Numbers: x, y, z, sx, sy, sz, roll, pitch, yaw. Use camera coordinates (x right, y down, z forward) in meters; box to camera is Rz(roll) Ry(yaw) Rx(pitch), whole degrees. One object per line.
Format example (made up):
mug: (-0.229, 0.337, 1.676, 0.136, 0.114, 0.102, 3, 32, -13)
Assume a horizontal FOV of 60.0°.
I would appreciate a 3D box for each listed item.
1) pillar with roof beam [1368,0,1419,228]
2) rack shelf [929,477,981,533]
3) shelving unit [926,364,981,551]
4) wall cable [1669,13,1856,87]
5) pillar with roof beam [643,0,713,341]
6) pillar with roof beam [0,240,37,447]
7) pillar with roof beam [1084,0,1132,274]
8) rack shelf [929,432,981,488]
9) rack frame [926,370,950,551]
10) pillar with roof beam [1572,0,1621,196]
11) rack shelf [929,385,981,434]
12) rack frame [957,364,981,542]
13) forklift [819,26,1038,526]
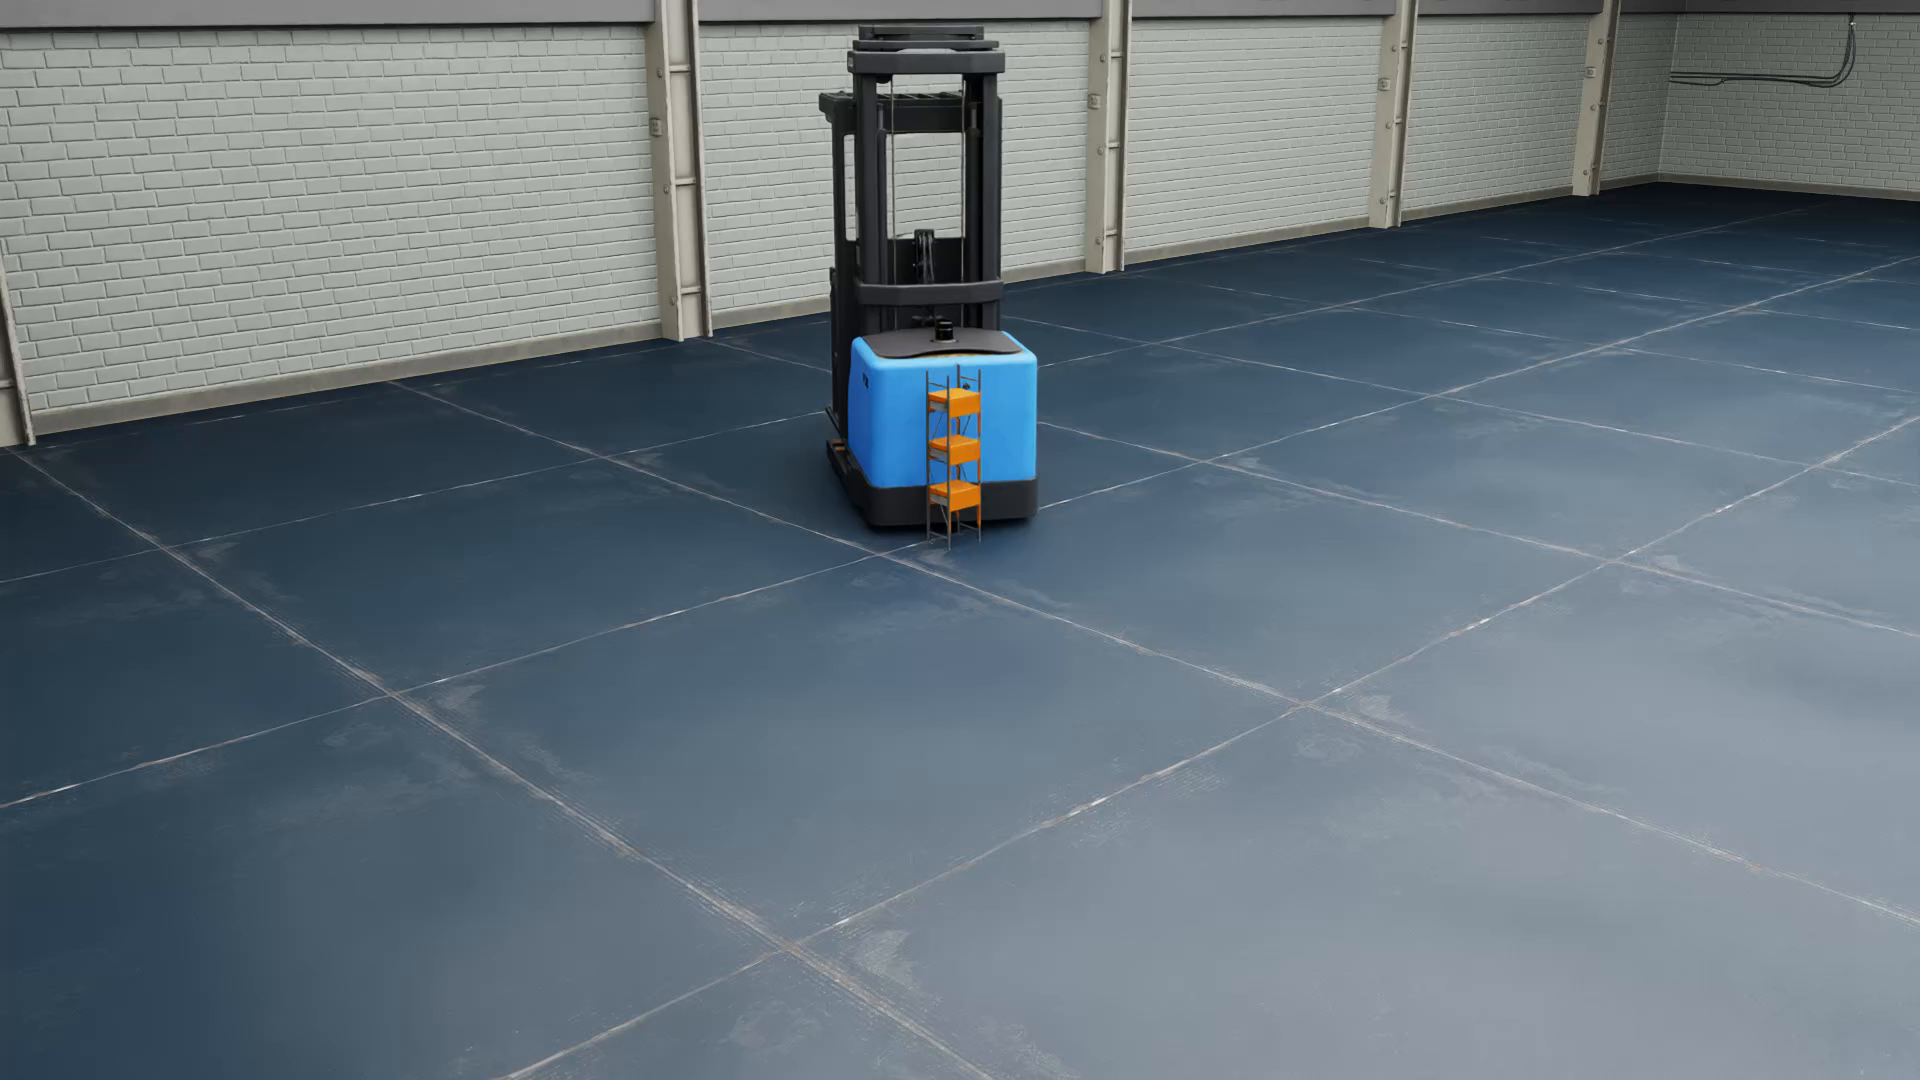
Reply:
pillar with roof beam: (9.044, -7.823, 19.522, 0.400, 9.000, 9.100, -16, 24, -41)
rack shelf: (-0.037, -0.211, 9.869, 0.240, 0.259, 0.215, -15, 24, -39)
shelving unit: (-0.037, -0.485, 9.780, 0.252, 1.050, 0.215, -15, 24, -39)
wall cable: (13.495, -8.910, 27.909, 0.112, 2.526, 3.097, -16, 24, -41)
pillar with roof beam: (0.324, -5.280, 11.679, 0.400, 9.000, 9.100, -16, 24, -41)
pillar with roof beam: (-4.035, -4.009, 7.758, 0.400, 9.000, 9.100, -16, 24, -41)
pillar with roof beam: (4.684, -6.551, 15.600, 0.400, 9.000, 9.100, -16, 24, -41)
rack shelf: (-0.037, -0.475, 9.783, 0.240, 0.259, 0.215, -15, 24, -39)
rack frame: (-0.128, -0.460, 9.702, 0.008, 1.050, 0.200, -15, 24, -39)
pillar with roof beam: (13.403, -9.094, 23.443, 0.400, 9.000, 9.100, -16, 24, -41)
rack shelf: (-0.037, -0.745, 9.696, 0.240, 0.259, 0.215, -15, 24, -39)
rack frame: (0.054, -0.511, 9.857, 0.008, 1.050, 0.200, -15, 24, -39)
forklift: (-0.323, -1.892, 11.069, 1.130, 2.935, 3.031, -4, 18, -11)
